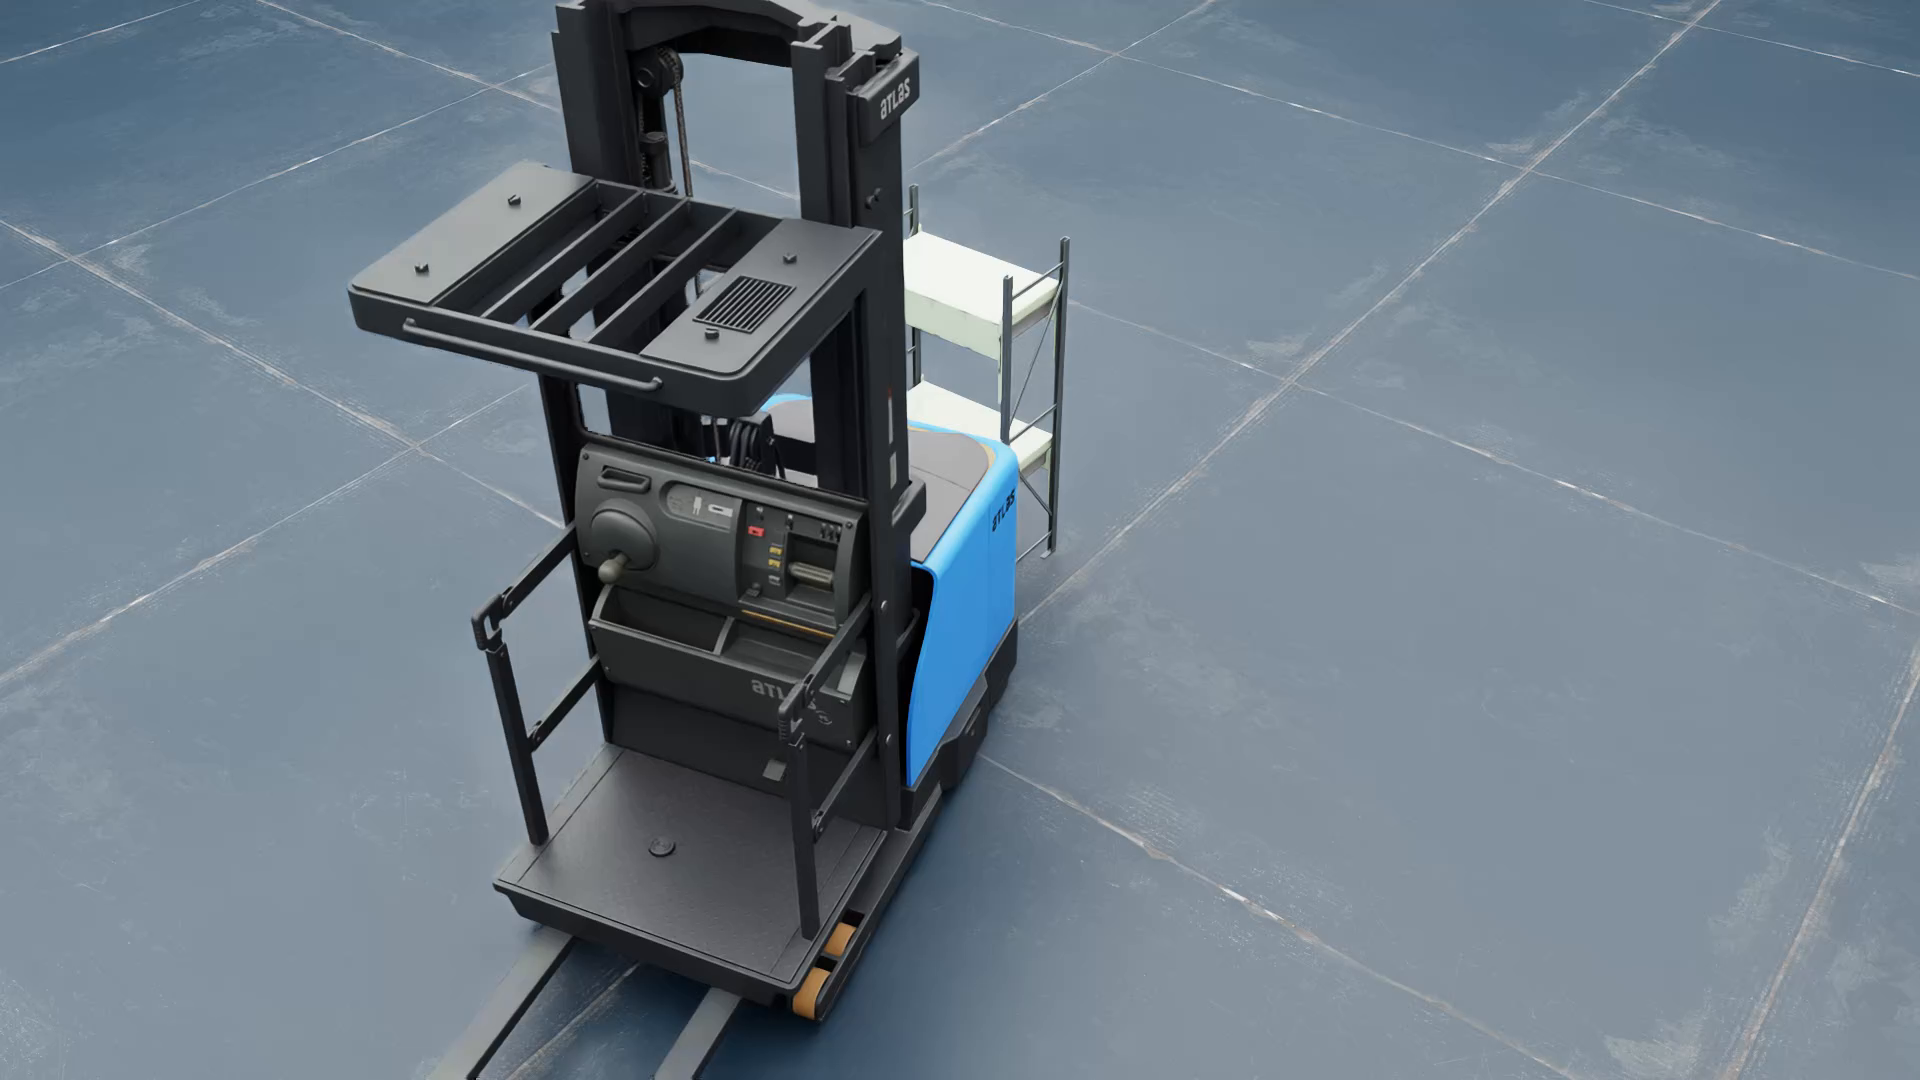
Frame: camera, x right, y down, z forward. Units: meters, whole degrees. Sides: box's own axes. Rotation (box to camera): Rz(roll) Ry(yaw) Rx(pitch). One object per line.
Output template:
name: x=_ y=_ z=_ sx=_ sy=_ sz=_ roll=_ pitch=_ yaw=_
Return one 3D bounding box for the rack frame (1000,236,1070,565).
rack frame: x=0.285 y=-0.456 z=6.616 sx=0.023 sy=1.500 sz=0.400 roll=25 pitch=45 yaw=29

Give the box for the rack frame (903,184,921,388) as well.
rack frame: x=-0.296 y=-0.730 z=6.966 sx=0.023 sy=1.500 sz=0.400 roll=25 pitch=45 yaw=29

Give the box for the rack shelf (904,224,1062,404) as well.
rack shelf: x=-0.005 y=-0.900 z=6.550 sx=0.720 sy=0.370 sz=0.431 roll=25 pitch=45 yaw=29

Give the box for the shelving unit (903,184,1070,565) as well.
shelving unit: x=-0.005 y=-0.593 z=6.791 sx=0.755 sy=1.500 sz=0.431 roll=25 pitch=45 yaw=29

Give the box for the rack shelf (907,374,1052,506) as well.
rack shelf: x=-0.005 y=-0.336 z=6.992 sx=0.720 sy=0.370 sz=0.431 roll=25 pitch=45 yaw=29

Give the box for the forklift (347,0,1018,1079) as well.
forklift: x=-0.812 y=0.071 z=4.781 sx=1.130 sy=2.935 sz=3.031 roll=14 pitch=40 yaw=18
